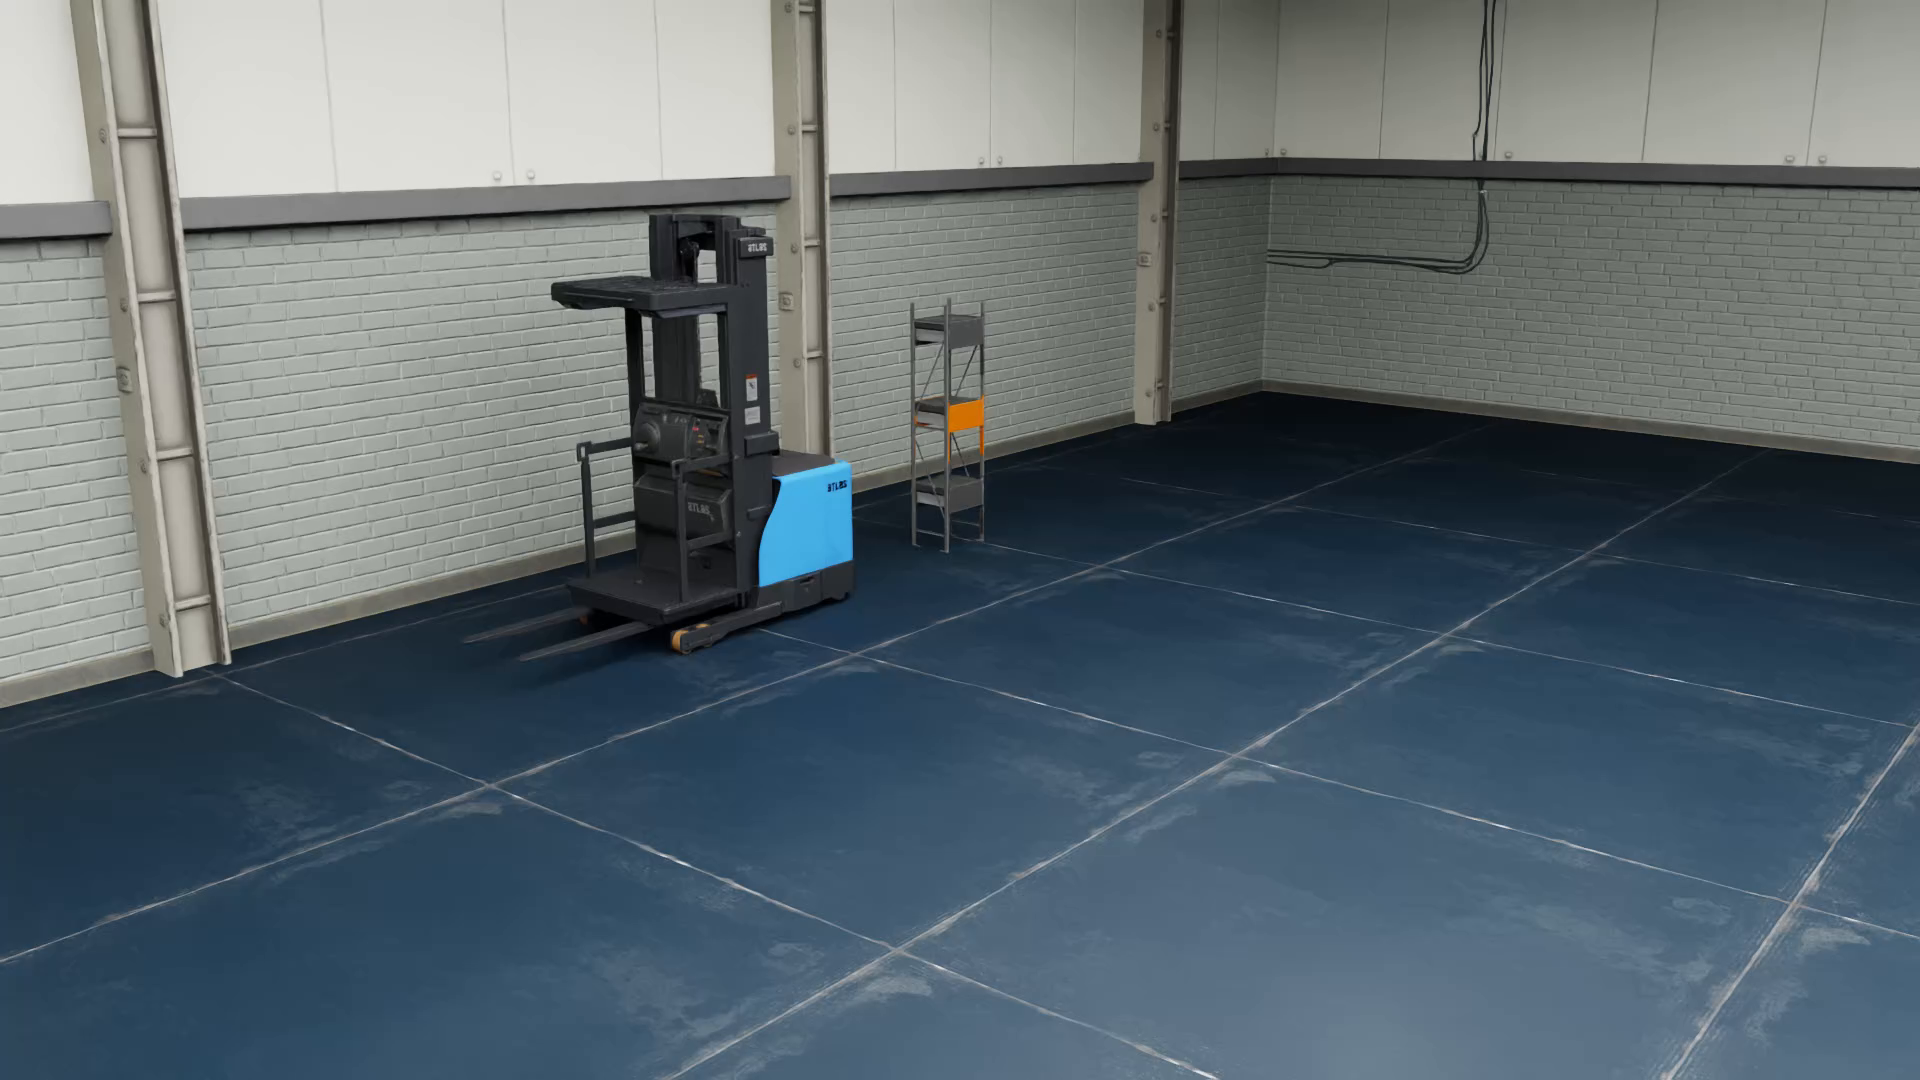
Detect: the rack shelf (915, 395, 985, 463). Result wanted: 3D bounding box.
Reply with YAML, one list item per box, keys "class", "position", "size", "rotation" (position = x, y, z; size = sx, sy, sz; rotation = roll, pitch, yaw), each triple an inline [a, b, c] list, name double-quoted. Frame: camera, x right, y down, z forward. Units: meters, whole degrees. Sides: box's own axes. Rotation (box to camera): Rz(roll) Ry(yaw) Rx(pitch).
- class: "rack shelf"
  position: [-0.104, -0.973, 14.243]
  size: [0.431, 0.518, 0.480]
  rotation: [11, 18, 38]

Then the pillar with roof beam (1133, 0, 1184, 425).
- class: "pillar with roof beam"
  position: [5.693, -5.141, 16.585]
  size: [9.100, 9.000, 0.400]
  rotation: [11, 18, 38]

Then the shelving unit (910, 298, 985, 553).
- class: "shelving unit"
  position: [-0.104, -0.986, 14.240]
  size: [0.431, 2.100, 0.503]
  rotation: [11, 18, 38]

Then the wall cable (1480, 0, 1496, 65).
- class: "wall cable"
  position: [7.329, -6.691, 18.735]
  size: [3.097, 2.526, 0.112]
  rotation: [11, 18, 38]

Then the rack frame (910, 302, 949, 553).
- class: "rack frame"
  position: [-0.257, -0.939, 14.056]
  size: [0.400, 2.100, 0.015]
  rotation: [11, 18, 38]

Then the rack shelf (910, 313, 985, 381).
- class: "rack shelf"
  position: [-0.104, -1.651, 14.071]
  size: [0.431, 0.518, 0.480]
  rotation: [11, 18, 38]

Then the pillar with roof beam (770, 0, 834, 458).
- class: "pillar with roof beam"
  position: [1.922, -3.992, 12.062]
  size: [9.100, 9.000, 0.400]
  rotation: [11, 18, 38]

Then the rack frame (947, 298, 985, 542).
- class: "rack frame"
  position: [0.049, -1.033, 14.424]
  size: [0.400, 2.100, 0.015]
  rotation: [11, 18, 38]

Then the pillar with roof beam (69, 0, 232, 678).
- class: "pillar with roof beam"
  position: [-1.849, -2.843, 7.539]
  size: [9.100, 9.000, 0.400]
  rotation: [11, 18, 38]

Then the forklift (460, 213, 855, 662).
- class: "forklift"
  position: [-2.124, -0.770, 11.701]
  size: [1.130, 2.935, 3.031]
  rotation: [11, 18, 37]

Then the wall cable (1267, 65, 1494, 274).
- class: "wall cable"
  position: [5.224, -4.662, 21.005]
  size: [3.097, 2.526, 0.112]
  rotation: [11, 18, 38]

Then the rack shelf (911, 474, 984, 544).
- class: "rack shelf"
  position: [-0.104, -0.294, 14.415]
  size: [0.431, 0.518, 0.480]
  rotation: [11, 18, 38]
